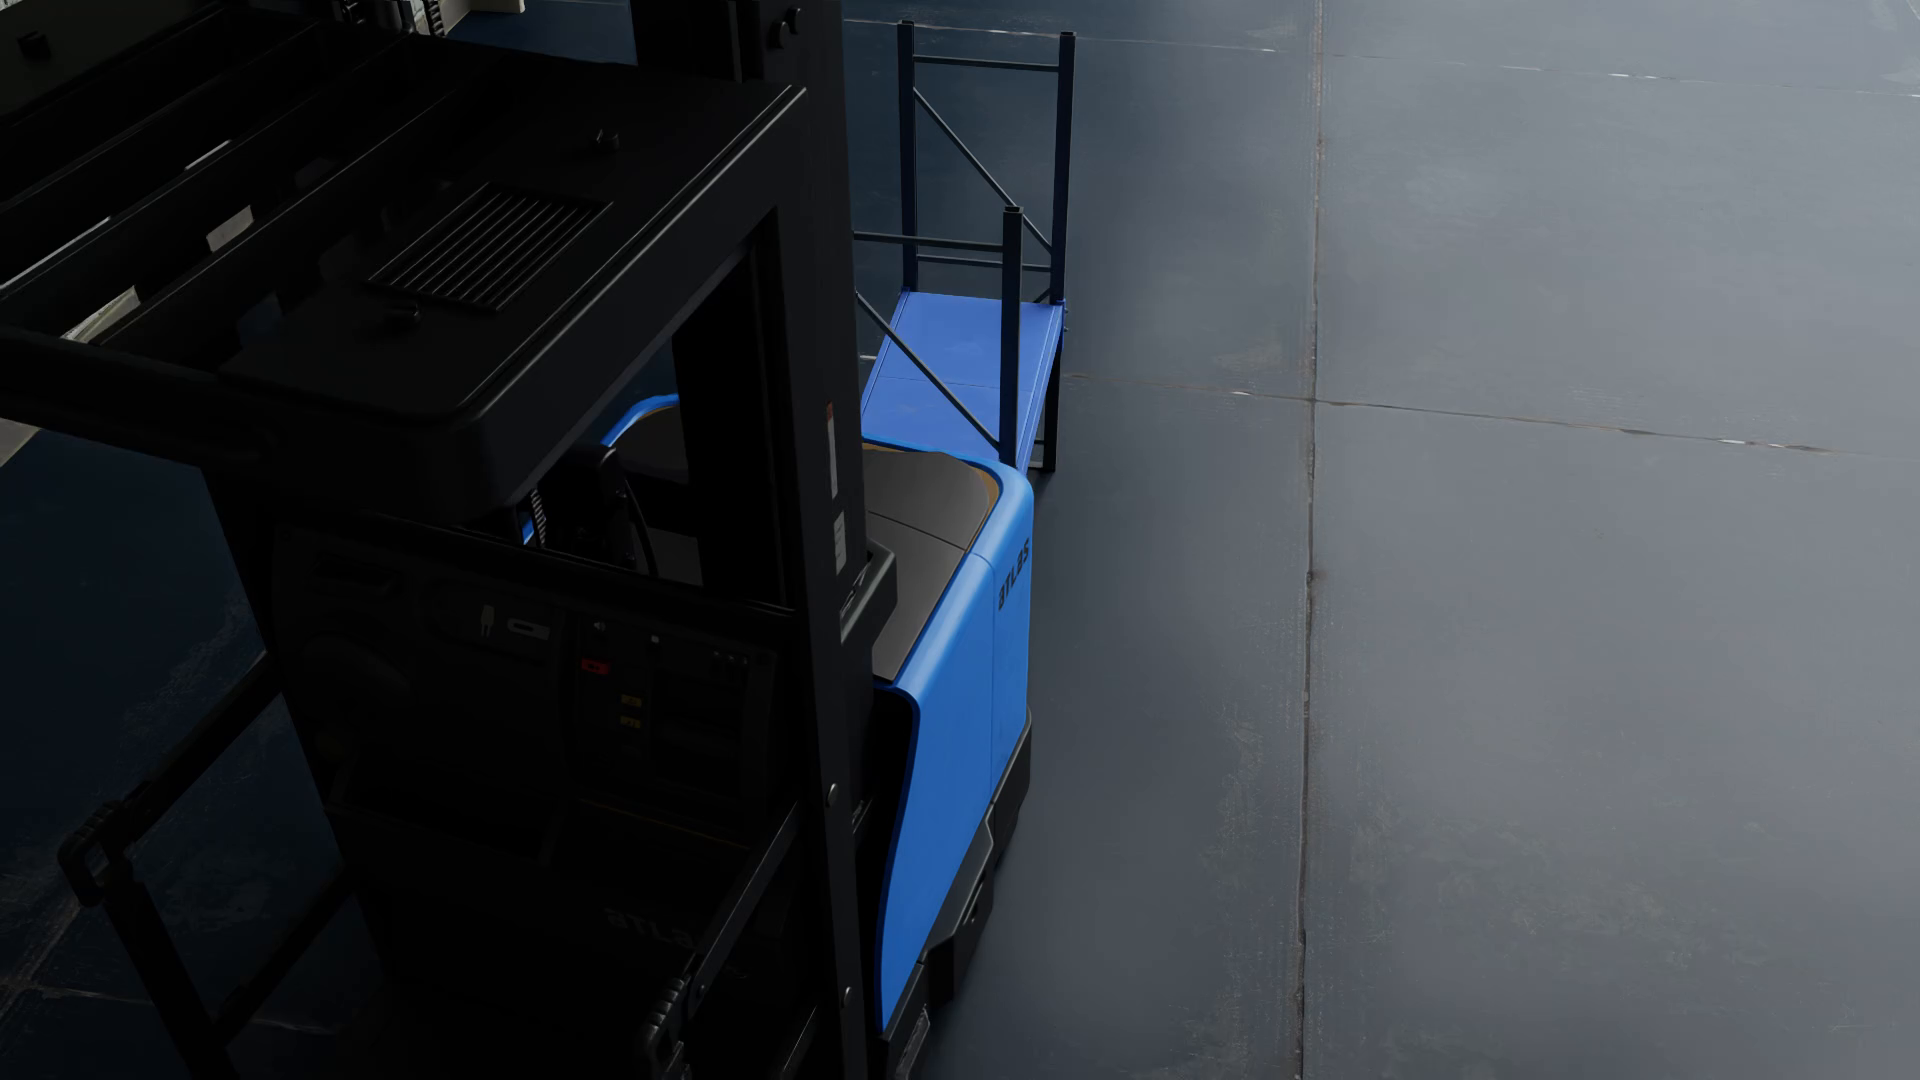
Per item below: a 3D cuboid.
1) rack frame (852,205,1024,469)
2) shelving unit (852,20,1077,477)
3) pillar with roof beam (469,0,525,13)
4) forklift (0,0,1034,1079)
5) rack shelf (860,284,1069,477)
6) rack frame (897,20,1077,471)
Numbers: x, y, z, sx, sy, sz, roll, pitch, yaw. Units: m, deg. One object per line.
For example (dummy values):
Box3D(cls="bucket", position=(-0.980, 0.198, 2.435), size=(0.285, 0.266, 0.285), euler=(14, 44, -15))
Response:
Box3D(cls="rack frame", position=(-0.103, -0.205, 4.321), size=(0.500, 1.500, 0.032), euler=(6, 40, 8))
Box3D(cls="shelving unit", position=(-0.015, -0.524, 4.707), size=(0.538, 1.500, 1.048), euler=(6, 40, 8))
Box3D(cls="pillar with roof beam", position=(1.877, -5.829, 5.239), size=(9.100, 9.000, 0.400), euler=(6, 40, 8))
Box3D(cls="forklift", position=(-0.797, 0.311, 2.574), size=(1.130, 2.935, 3.031), euler=(13, 41, 15))
Box3D(cls="rack shelf", position=(-0.015, -0.386, 4.822), size=(0.538, 0.185, 1.000), euler=(6, 40, 8))
Box3D(cls="rack frame", position=(0.073, -0.844, 5.093), size=(0.500, 1.500, 0.032), euler=(6, 40, 8))
